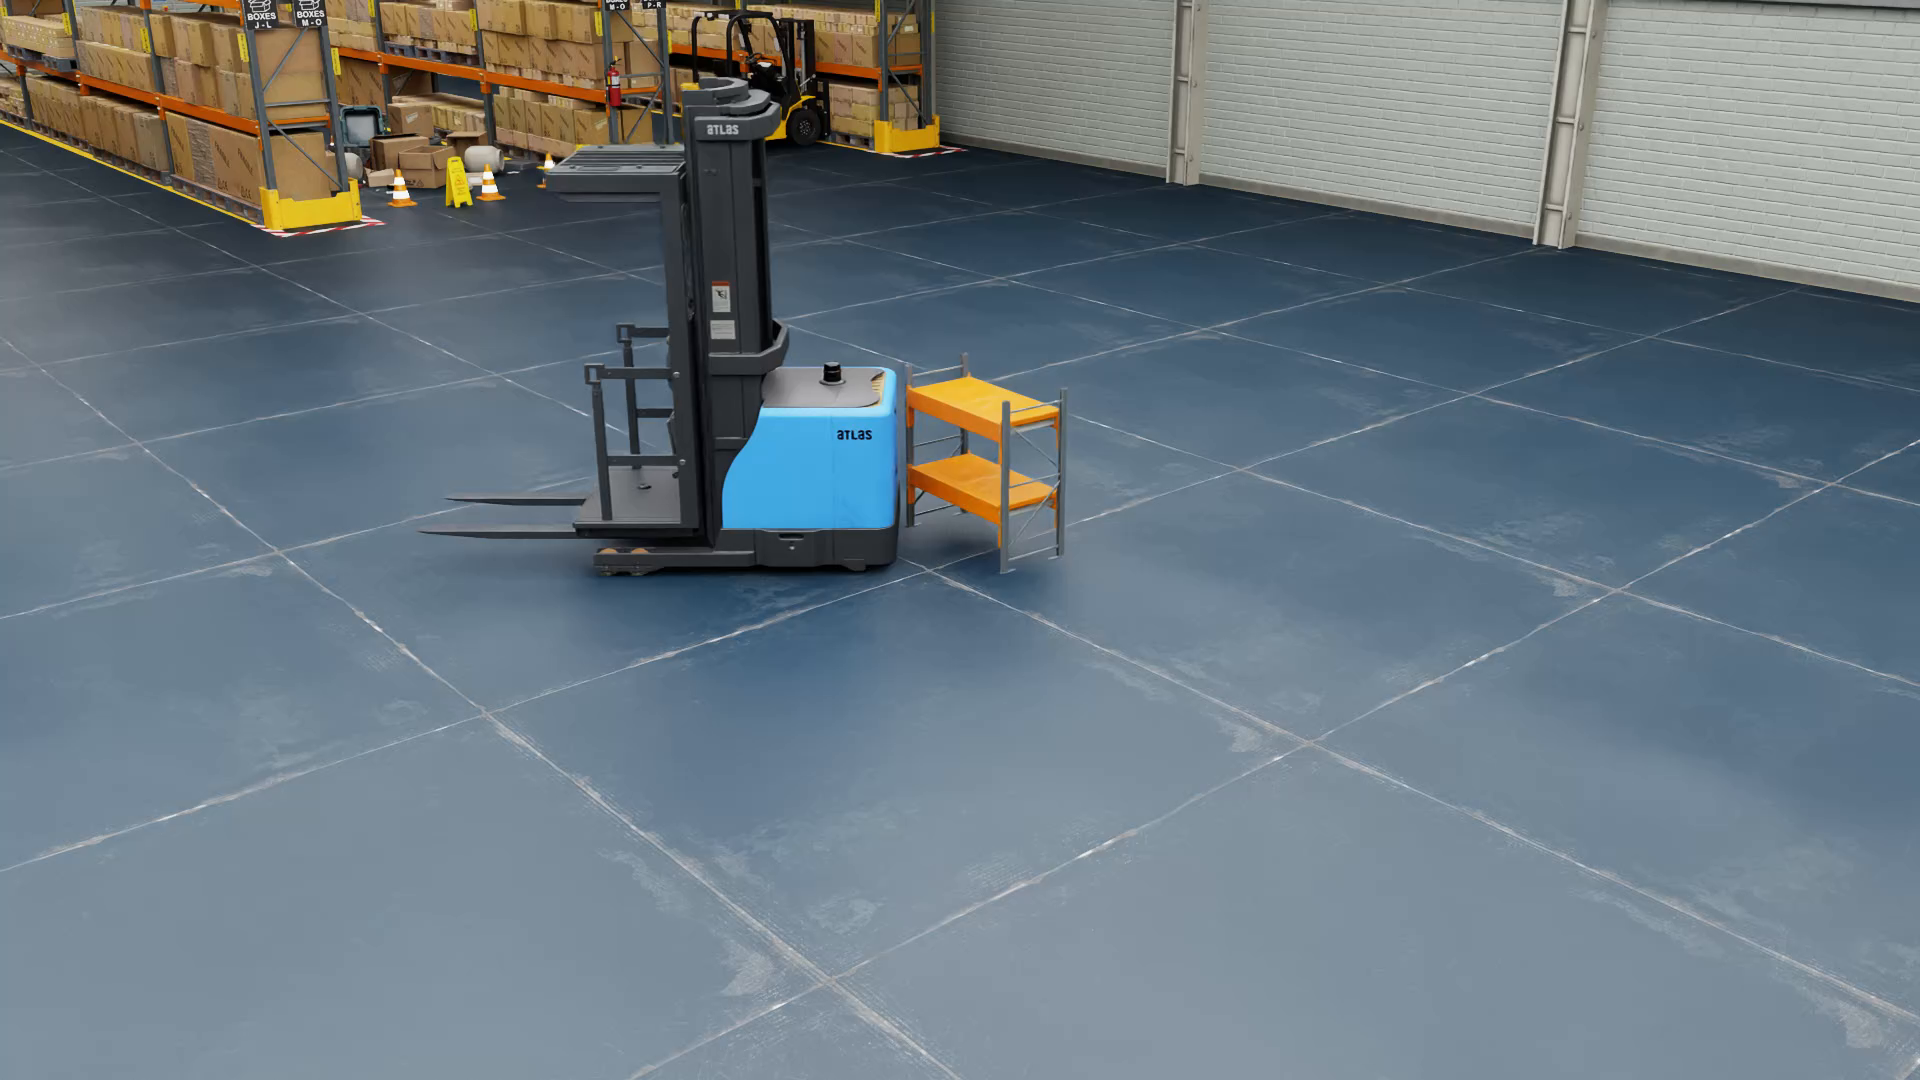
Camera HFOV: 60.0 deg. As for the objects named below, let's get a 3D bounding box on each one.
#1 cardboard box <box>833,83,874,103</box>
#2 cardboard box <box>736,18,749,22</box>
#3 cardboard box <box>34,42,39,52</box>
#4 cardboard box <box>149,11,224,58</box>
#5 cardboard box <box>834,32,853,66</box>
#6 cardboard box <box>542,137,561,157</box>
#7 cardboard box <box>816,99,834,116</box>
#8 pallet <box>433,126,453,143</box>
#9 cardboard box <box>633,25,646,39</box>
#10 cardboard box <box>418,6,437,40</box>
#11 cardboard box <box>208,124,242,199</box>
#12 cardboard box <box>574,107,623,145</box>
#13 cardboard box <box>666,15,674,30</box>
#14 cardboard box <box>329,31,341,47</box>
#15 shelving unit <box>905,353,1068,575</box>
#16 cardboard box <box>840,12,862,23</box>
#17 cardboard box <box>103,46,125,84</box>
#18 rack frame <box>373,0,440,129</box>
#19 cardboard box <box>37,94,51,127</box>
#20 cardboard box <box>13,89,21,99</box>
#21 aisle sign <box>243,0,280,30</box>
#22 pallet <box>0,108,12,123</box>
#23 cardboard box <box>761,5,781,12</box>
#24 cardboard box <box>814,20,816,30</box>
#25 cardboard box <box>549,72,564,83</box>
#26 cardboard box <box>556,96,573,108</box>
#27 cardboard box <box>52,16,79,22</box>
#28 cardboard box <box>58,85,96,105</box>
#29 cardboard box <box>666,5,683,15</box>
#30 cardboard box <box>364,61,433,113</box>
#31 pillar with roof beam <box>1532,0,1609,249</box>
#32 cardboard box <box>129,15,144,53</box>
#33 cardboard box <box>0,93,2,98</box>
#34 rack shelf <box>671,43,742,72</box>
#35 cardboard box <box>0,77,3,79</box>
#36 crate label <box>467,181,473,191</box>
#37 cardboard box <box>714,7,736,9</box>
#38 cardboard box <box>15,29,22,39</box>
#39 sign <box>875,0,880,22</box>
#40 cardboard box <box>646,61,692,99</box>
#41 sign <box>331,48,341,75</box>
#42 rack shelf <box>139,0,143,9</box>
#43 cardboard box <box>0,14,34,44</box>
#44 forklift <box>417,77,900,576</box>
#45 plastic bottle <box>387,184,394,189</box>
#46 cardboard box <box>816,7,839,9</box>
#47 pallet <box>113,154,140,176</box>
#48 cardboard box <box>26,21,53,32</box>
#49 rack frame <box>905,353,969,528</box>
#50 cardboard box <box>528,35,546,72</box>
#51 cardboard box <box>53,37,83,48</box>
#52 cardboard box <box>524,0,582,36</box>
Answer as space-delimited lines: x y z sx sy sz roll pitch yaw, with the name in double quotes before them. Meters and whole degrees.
"cardboard box" -1.760 -7.448 27.709 0.500 0.250 0.500 -17 27 -36
"cardboard box" -3.887 -9.369 29.766 0.380 0.149 0.250 -16 27 -36
"cardboard box" -15.052 -8.156 27.464 0.380 0.149 0.250 -16 27 -36
"cardboard box" -10.723 -7.053 23.192 0.875 0.550 0.550 -17 27 -37
"cardboard box" -1.737 -8.140 27.516 0.500 0.500 0.500 -16 27 -36
"cardboard box" -6.052 -6.054 25.523 0.500 0.250 0.500 -19 28 -39
"cardboard box" -2.112 -7.361 28.174 0.500 0.250 0.500 -18 28 -39
"pallet" -8.564 -7.050 28.695 1.003 0.211 1.213 -17 27 -37
"cardboard box" -6.003 -9.834 32.184 0.500 0.250 0.500 -17 27 -37
"cardboard box" -8.729 -8.675 27.900 0.500 0.500 0.500 -19 28 -39
"cardboard box" -9.396 -5.106 22.244 0.875 0.875 0.875 -18 28 -38
"cardboard box" -5.363 -6.115 24.650 0.500 0.500 0.500 -17 27 -37
"cardboard box" -5.349 -9.779 31.359 0.500 0.250 0.500 -18 28 -39
"cardboard box" -11.408 -9.324 30.883 0.500 0.250 0.500 -18 28 -38
"shelving unit" 0.155 -0.513 10.752 0.538 1.125 1.048 -15 26 -34
"cardboard box" -1.760 -8.623 27.453 0.380 0.149 0.250 -17 27 -37
"cardboard box" -12.474 -7.136 24.954 0.500 0.500 0.500 -18 28 -38
"rack frame" -9.865 -8.902 29.599 1.000 3.000 0.127 -17 27 -37
"cardboard box" -15.532 -7.419 28.665 0.500 0.500 0.500 -16 26 -35
"cardboard box" -16.786 -8.043 29.924 0.380 0.149 0.250 -17 27 -37
"aisle sign" -8.508 -6.605 20.169 0.394 0.787 0.004 -17 27 -37
"pallet" -17.426 -8.017 31.162 1.003 0.211 1.213 -17 27 -37
"cardboard box" -3.260 -9.261 29.082 0.380 0.149 0.250 -17 27 -37
"cardboard box" -2.274 -8.691 28.033 0.380 0.149 0.250 -18 27 -38
"cardboard box" -5.937 -6.964 24.995 0.380 0.149 0.250 -18 28 -38
"cardboard box" -5.816 -6.573 24.929 0.380 0.149 0.250 -17 27 -37
"cardboard box" -15.407 -8.946 28.664 0.380 0.149 0.250 -19 28 -39
"cardboard box" -14.532 -7.340 27.434 0.500 0.250 0.500 -17 27 -37
"cardboard box" -5.393 -10.005 31.389 0.380 0.149 0.250 -17 27 -37
"cardboard box" -10.253 -8.319 30.447 0.875 0.875 0.875 -18 28 -38
"pillar with roof beam" 3.915 -6.734 15.838 9.100 9.000 0.400 -17 27 -37
"cardboard box" -11.604 -7.380 24.205 0.700 0.500 0.500 -18 28 -38
"cardboard box" -17.930 -8.423 31.303 0.380 0.149 0.250 -19 28 -40
"rack shelf" -4.802 -9.197 31.338 1.077 0.370 4.000 -17 27 -37
"cardboard box" -18.348 -8.678 31.544 0.380 0.149 0.250 -18 27 -38
"crate label" -7.080 -5.015 23.599 0.298 0.136 0.250 7 23 18
"cardboard box" -4.355 -9.841 30.970 0.380 0.149 0.250 -18 27 -38
"cardboard box" -15.742 -8.585 28.151 0.380 0.149 0.250 -19 28 -40
"sign" -1.305 -8.398 26.401 0.100 0.325 0.005 -17 27 -37
"cardboard box" -5.710 -8.999 32.526 0.875 0.625 0.625 -16 27 -36
"sign" -7.903 -6.056 21.036 0.100 0.325 0.005 -17 27 -37
"rack shelf" -12.243 -8.205 24.692 1.077 0.370 4.000 -17 27 -37
"cardboard box" -16.690 -9.052 29.437 0.500 0.500 0.500 -17 27 -37
"forklift" -1.921 -1.334 10.372 3.031 2.935 1.130 0 21 0
"plastic bottle" -8.114 -5.067 23.837 0.283 0.061 0.133 12 24 27
"cardboard box" -2.247 -9.089 28.641 0.380 0.149 0.250 -18 28 -38
"pallet" -12.299 -5.824 25.565 1.003 0.211 1.213 -17 27 -37
"cardboard box" -15.228 -8.507 27.544 0.380 0.149 0.250 -16 27 -36
"rack frame" -0.150 -0.661 11.130 0.500 1.125 0.032 -15 26 -34
"cardboard box" -6.170 -7.384 25.178 0.500 0.500 0.500 -17 27 -37
"cardboard box" -14.216 -7.941 26.505 0.380 0.149 0.250 -17 27 -36
"cardboard box" -6.098 -7.860 25.023 0.700 0.500 0.500 -18 27 -38
